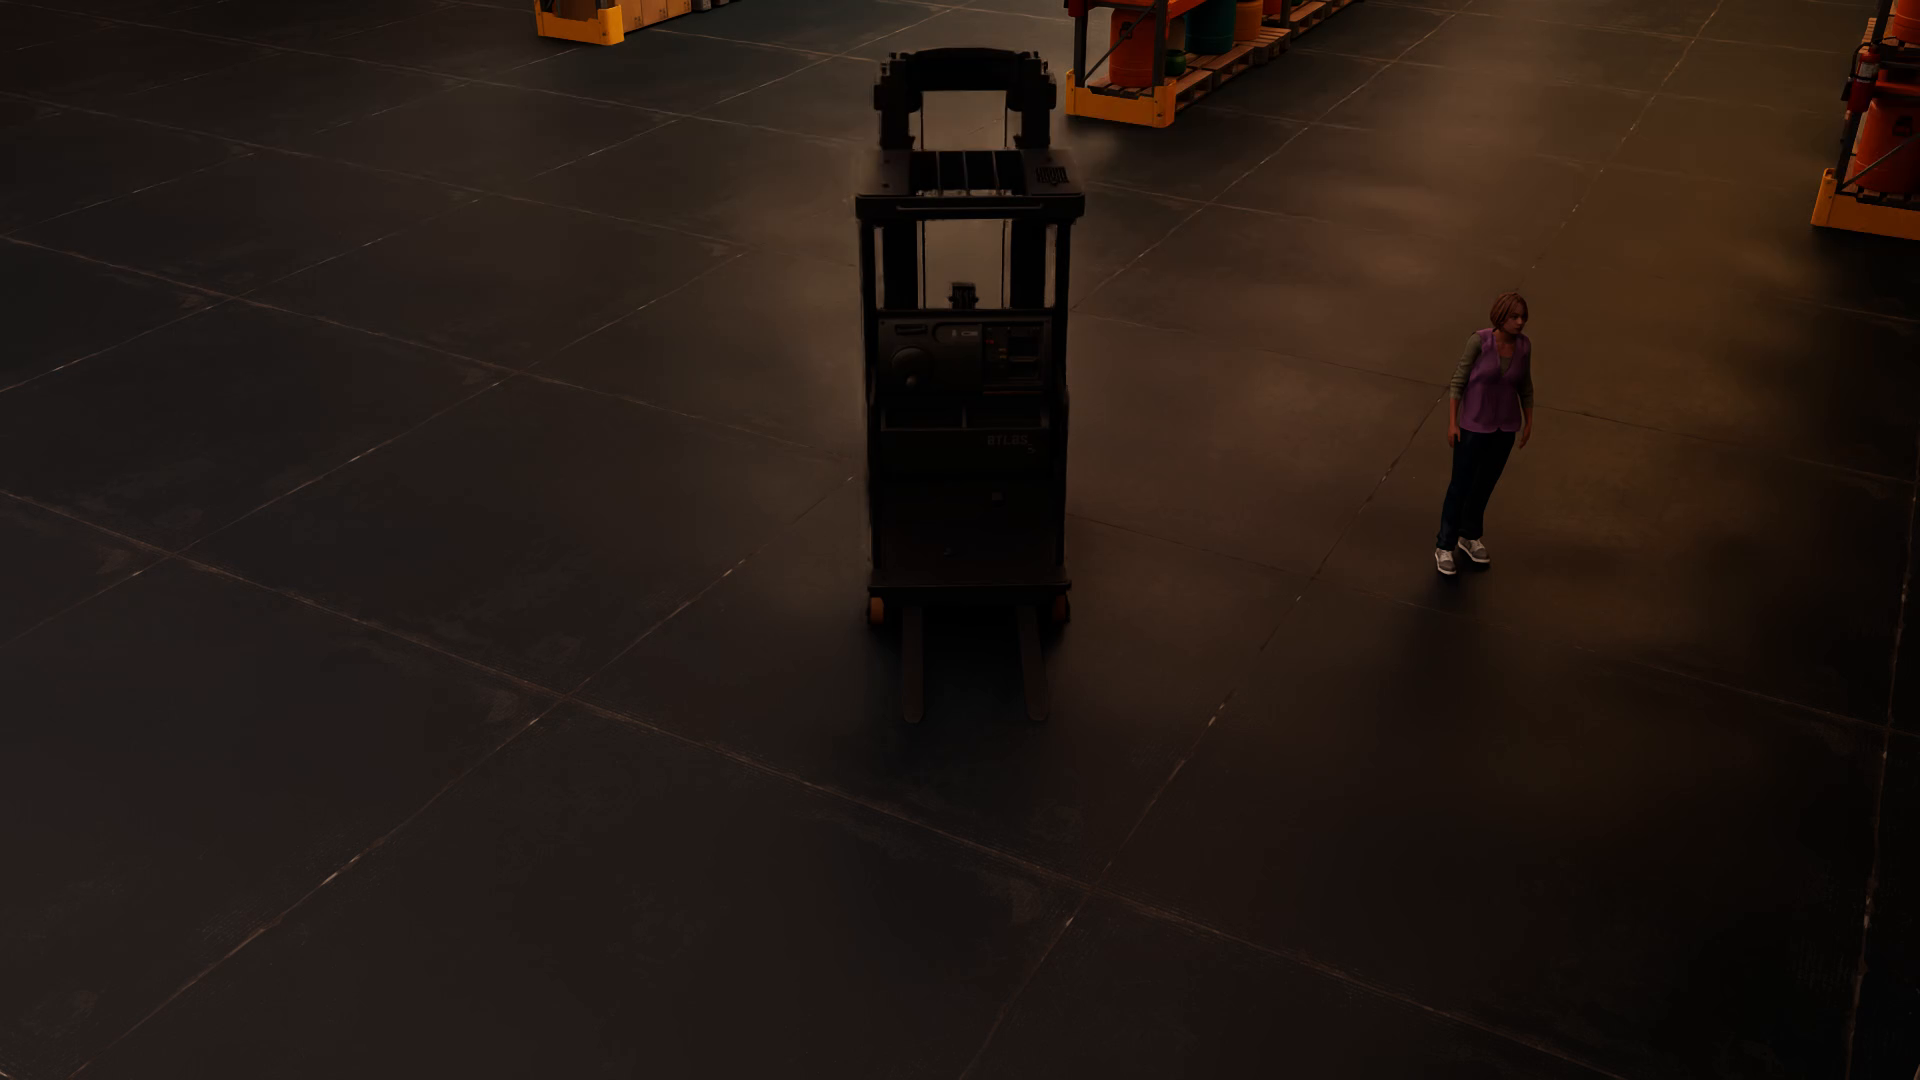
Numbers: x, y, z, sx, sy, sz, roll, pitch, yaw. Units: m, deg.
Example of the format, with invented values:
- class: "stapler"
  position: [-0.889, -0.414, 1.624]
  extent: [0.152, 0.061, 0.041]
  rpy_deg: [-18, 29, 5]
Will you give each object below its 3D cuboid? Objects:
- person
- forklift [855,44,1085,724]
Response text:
- class: "person"
  position: [3.017, -0.601, 9.434]
  extent: [0.517, 1.598, 0.476]
  rpy_deg: [-4, 30, -6]
- class: "forklift"
  position: [0.037, -0.954, 8.724]
  extent: [1.130, 2.935, 3.031]
  rpy_deg: [-1, 30, -1]
